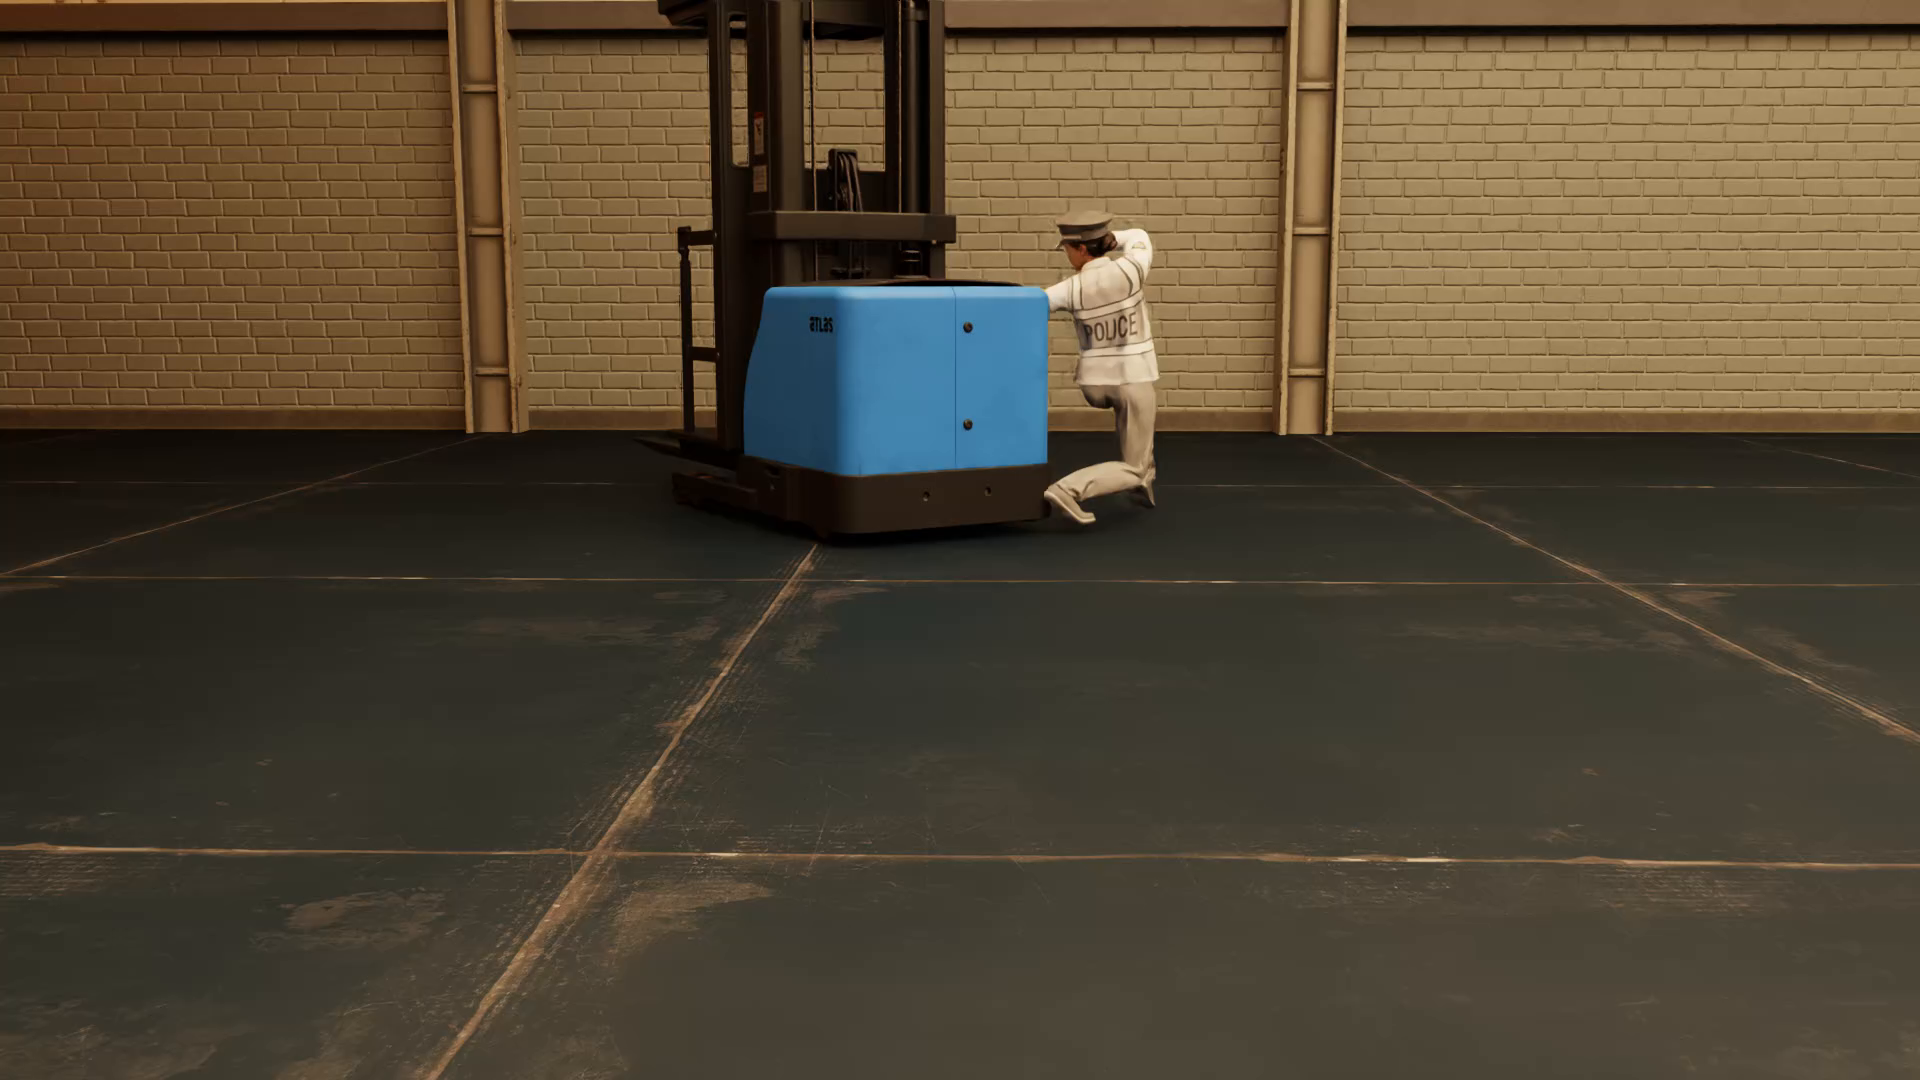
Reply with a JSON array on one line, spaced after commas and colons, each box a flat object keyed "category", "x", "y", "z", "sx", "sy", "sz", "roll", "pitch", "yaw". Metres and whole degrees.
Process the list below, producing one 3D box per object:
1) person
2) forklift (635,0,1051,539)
[{"category": "person", "x": 0.484, "y": -0.791, "z": 7.605, "sx": 0.892, "sy": 1.381, "sz": 0.928, "roll": 5, "pitch": 10, "yaw": 28}, {"category": "forklift", "x": -0.783, "y": -1.633, "z": 8.114, "sx": 1.130, "sy": 2.935, "sz": 3.031, "roll": -5, "pitch": 10, "yaw": -30}]
